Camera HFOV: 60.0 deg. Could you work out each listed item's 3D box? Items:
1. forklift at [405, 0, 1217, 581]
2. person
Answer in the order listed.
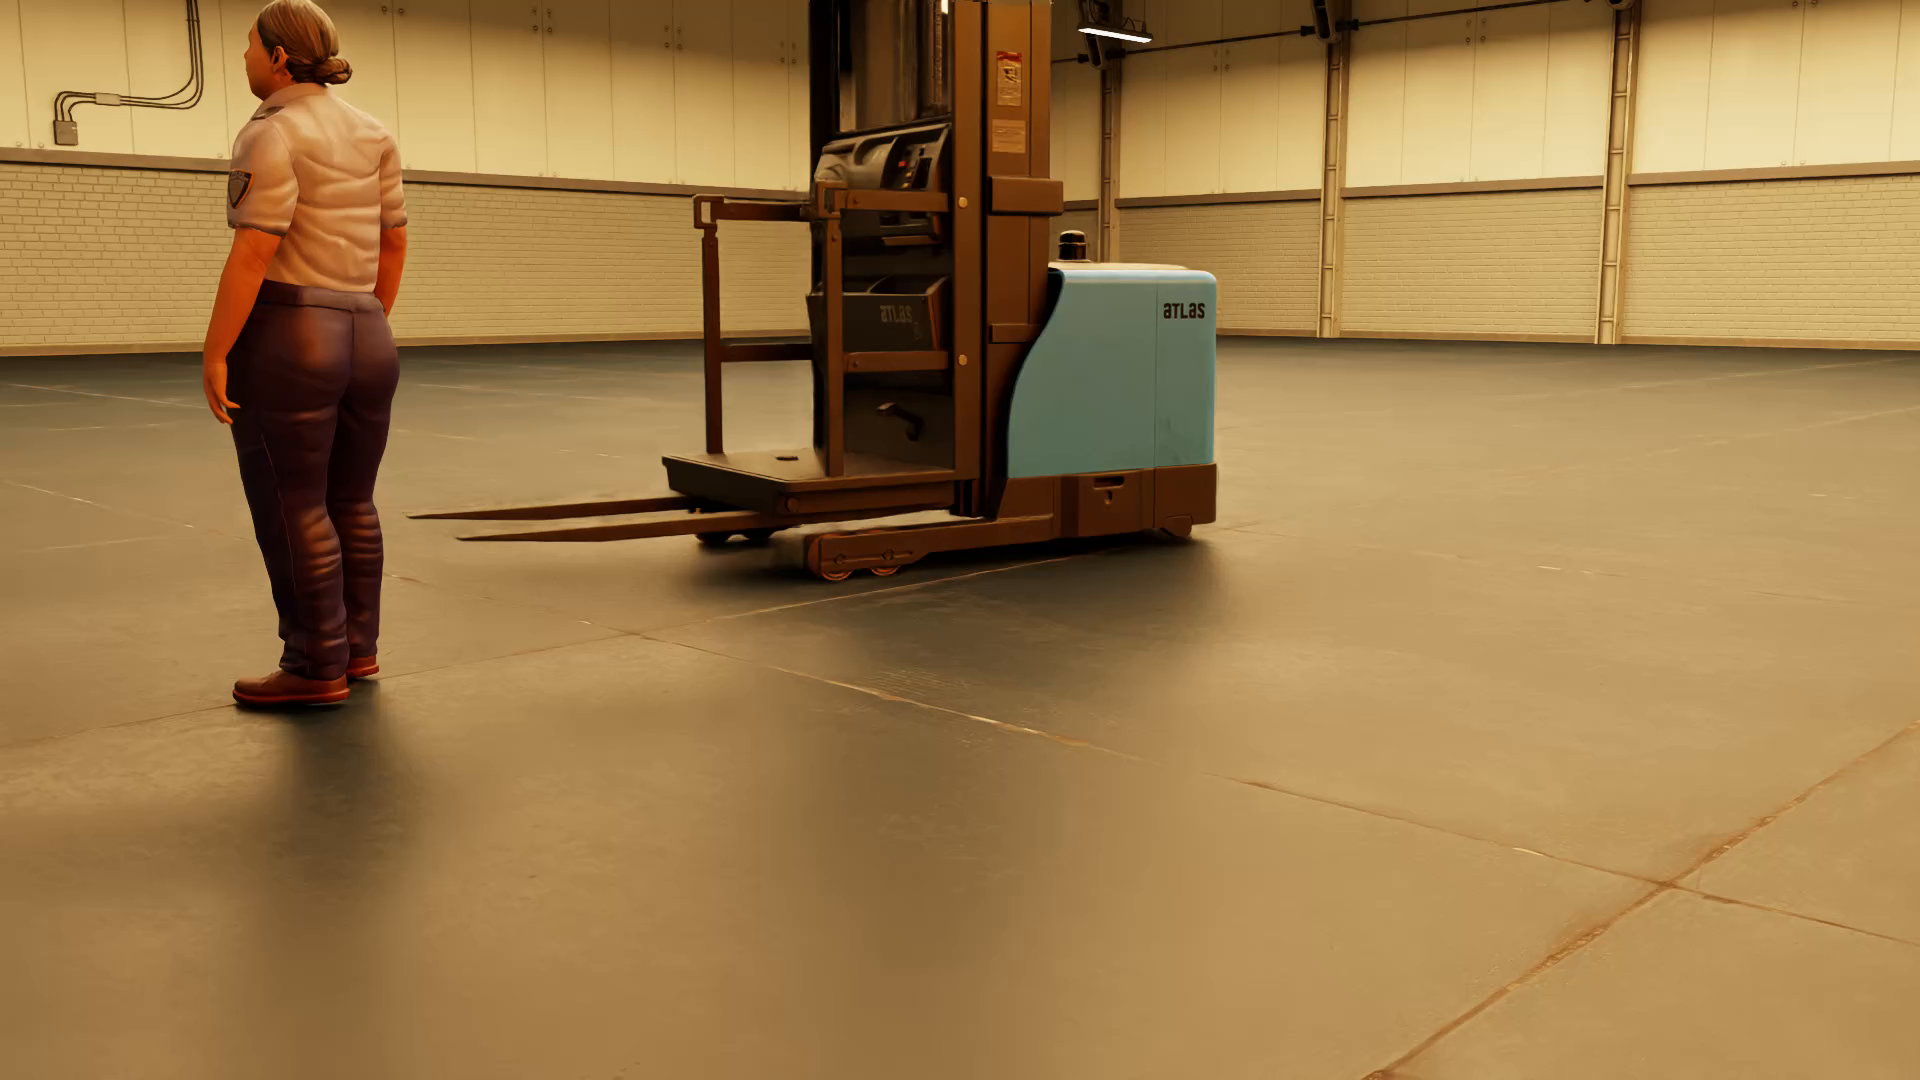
[{"bbox_3d":[-0.480,-1.396,6.141,3.031,2.935,1.130,-5,10,-32],"label":"forklift"},{"bbox_3d":[-1.621,-0.430,3.989,0.503,1.651,0.596,3,9,20],"label":"person"}]
